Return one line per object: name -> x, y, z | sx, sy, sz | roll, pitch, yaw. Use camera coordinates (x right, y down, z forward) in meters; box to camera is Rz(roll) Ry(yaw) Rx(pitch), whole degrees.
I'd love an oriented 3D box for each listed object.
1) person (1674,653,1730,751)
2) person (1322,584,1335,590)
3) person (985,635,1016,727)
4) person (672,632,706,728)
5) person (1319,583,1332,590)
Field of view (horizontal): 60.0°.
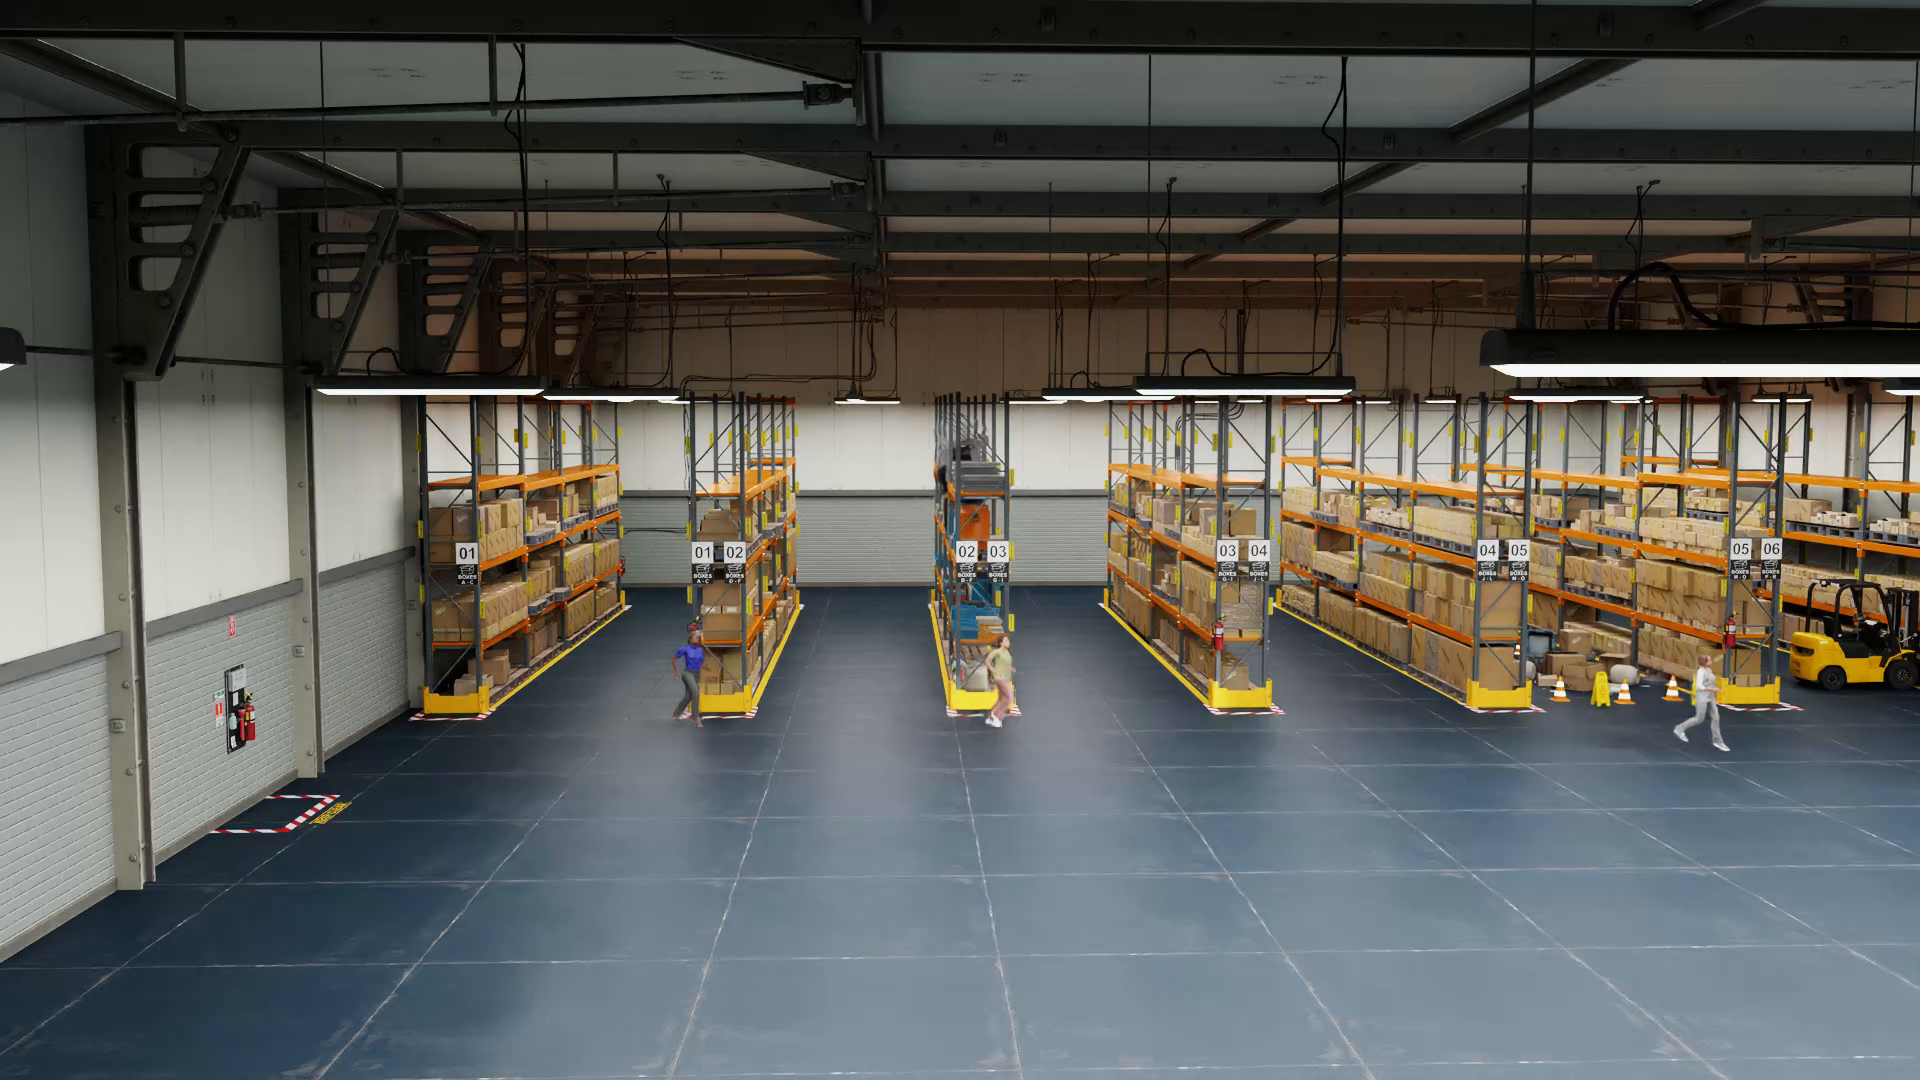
person -> 12.451, 2.693, 27.847 | 0.552, 1.600, 0.894 | -4, 6, -44
person -> 10.766, 0.962, 48.516 | 0.717, 1.736, 0.936 | -3, 6, -37
person -> 0.769, 2.514, 29.753 | 0.576, 1.644, 0.610 | 3, 5, 31
person -> -4.815, 2.543, 29.988 | 0.802, 1.567, 0.581 | 3, 6, 36
person -> 10.697, 0.883, 48.948 | 0.947, 1.792, 0.685 | -1, 5, -6
